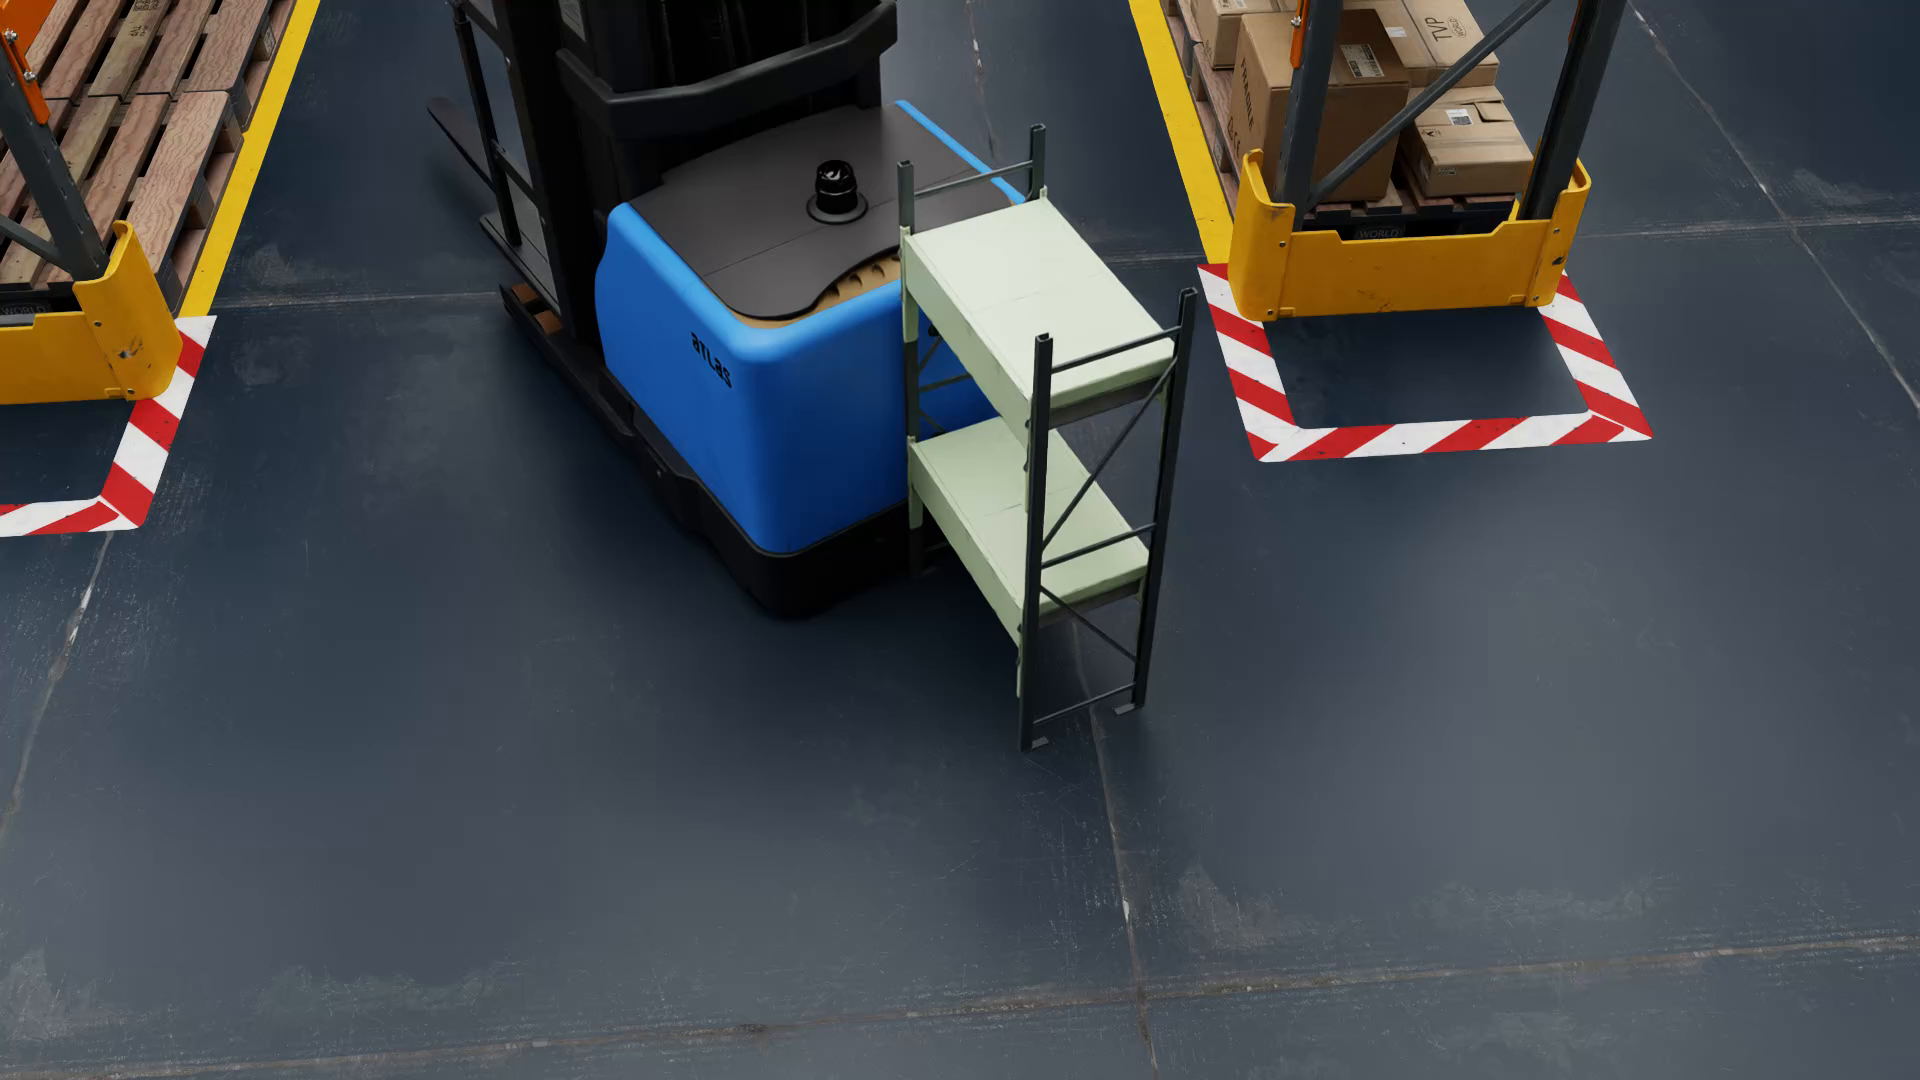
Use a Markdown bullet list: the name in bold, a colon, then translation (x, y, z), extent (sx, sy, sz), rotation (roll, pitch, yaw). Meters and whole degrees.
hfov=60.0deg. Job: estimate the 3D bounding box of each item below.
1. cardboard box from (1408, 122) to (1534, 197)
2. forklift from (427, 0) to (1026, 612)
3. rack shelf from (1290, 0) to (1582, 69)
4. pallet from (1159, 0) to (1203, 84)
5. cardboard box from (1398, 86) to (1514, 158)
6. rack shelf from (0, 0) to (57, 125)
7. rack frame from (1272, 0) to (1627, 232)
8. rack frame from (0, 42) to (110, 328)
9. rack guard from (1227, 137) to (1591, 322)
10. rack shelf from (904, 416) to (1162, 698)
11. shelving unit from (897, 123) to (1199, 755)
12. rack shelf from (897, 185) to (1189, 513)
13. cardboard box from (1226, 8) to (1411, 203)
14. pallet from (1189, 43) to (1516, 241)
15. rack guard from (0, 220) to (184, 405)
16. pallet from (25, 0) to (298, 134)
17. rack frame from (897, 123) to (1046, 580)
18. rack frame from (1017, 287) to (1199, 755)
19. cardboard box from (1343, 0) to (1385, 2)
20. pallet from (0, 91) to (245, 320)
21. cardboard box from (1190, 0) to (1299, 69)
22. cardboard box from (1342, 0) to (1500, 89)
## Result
- **cardboard box**: translation (1.898, -1.415, 6.185), extent (0.380, 0.149, 0.250), rotation (-3, 47, -3)
- **forklift**: translation (-0.977, -1.834, 4.968), extent (1.130, 2.935, 3.031), rotation (-27, 52, -23)
- **rack shelf**: translation (1.424, -3.120, 6.634), extent (1.077, 0.370, 4.000), rotation (-3, 47, -3)
- **pallet**: translation (1.418, -2.473, 7.447), extent (1.003, 0.211, 1.213), rotation (-3, 47, -3)
- **cardboard box**: translation (1.877, -1.602, 6.349), extent (0.380, 0.166, 0.250), rotation (-3, 47, -3)
- **rack shelf**: translation (-3.513, -2.821, 6.352), extent (1.077, 0.370, 4.000), rotation (-3, 47, -3)
- **rack frame**: translation (1.591, -1.920, 5.002), extent (1.000, 3.000, 0.127), rotation (-3, 47, -3)
- **rack frame**: translation (-3.345, -1.622, 4.720), extent (1.000, 3.000, 0.127), rotation (-3, 47, -3)
- **rack guard**: translation (1.585, -1.115, 5.962), extent (1.175, 0.500, 0.348), rotation (-3, 47, -3)
- **rack shelf**: translation (0.189, 0.003, 4.663), extent (0.431, 0.370, 0.720), rotation (-19, 50, -17)
- **shelving unit**: translation (0.189, -0.221, 4.427), extent (0.431, 1.500, 0.755), rotation (-19, 50, -17)
- **rack shelf**: translation (0.189, -0.490, 4.143), extent (0.431, 0.370, 0.720), rotation (-19, 50, -17)
- **cardboard box**: translation (1.300, -1.590, 6.109), extent (0.500, 0.500, 0.500), rotation (-3, 47, -3)
- **pallet**: translation (1.517, -1.593, 6.613), extent (1.003, 0.211, 1.213), rotation (-3, 47, -3)
- **rack guard**: translation (-3.330, -0.746, 5.612), extent (1.175, 0.500, 0.348), rotation (-3, 47, -3)
- **pallet**: translation (-3.475, -2.142, 7.134), extent (1.003, 0.211, 1.213), rotation (-3, 47, -3)
- **rack frame**: translation (0.031, -0.461, 4.653), extent (0.400, 1.500, 0.023), rotation (-19, 50, -17)
- **rack frame**: translation (0.347, 0.018, 4.200), extent (0.400, 1.500, 0.023), rotation (-19, 50, -17)
- **cardboard box**: translation (1.744, -2.260, 6.915), extent (0.500, 0.250, 0.500), rotation (-3, 47, -3)
- **pallet**: translation (-3.376, -1.262, 6.300), extent (1.003, 0.211, 1.213), rotation (-3, 47, -3)
- **cardboard box**: translation (1.250, -2.193, 6.852), extent (0.500, 0.250, 0.500), rotation (-3, 47, -3)
- **cardboard box**: translation (1.786, -1.898, 6.573), extent (0.500, 0.250, 0.500), rotation (-3, 47, -3)
